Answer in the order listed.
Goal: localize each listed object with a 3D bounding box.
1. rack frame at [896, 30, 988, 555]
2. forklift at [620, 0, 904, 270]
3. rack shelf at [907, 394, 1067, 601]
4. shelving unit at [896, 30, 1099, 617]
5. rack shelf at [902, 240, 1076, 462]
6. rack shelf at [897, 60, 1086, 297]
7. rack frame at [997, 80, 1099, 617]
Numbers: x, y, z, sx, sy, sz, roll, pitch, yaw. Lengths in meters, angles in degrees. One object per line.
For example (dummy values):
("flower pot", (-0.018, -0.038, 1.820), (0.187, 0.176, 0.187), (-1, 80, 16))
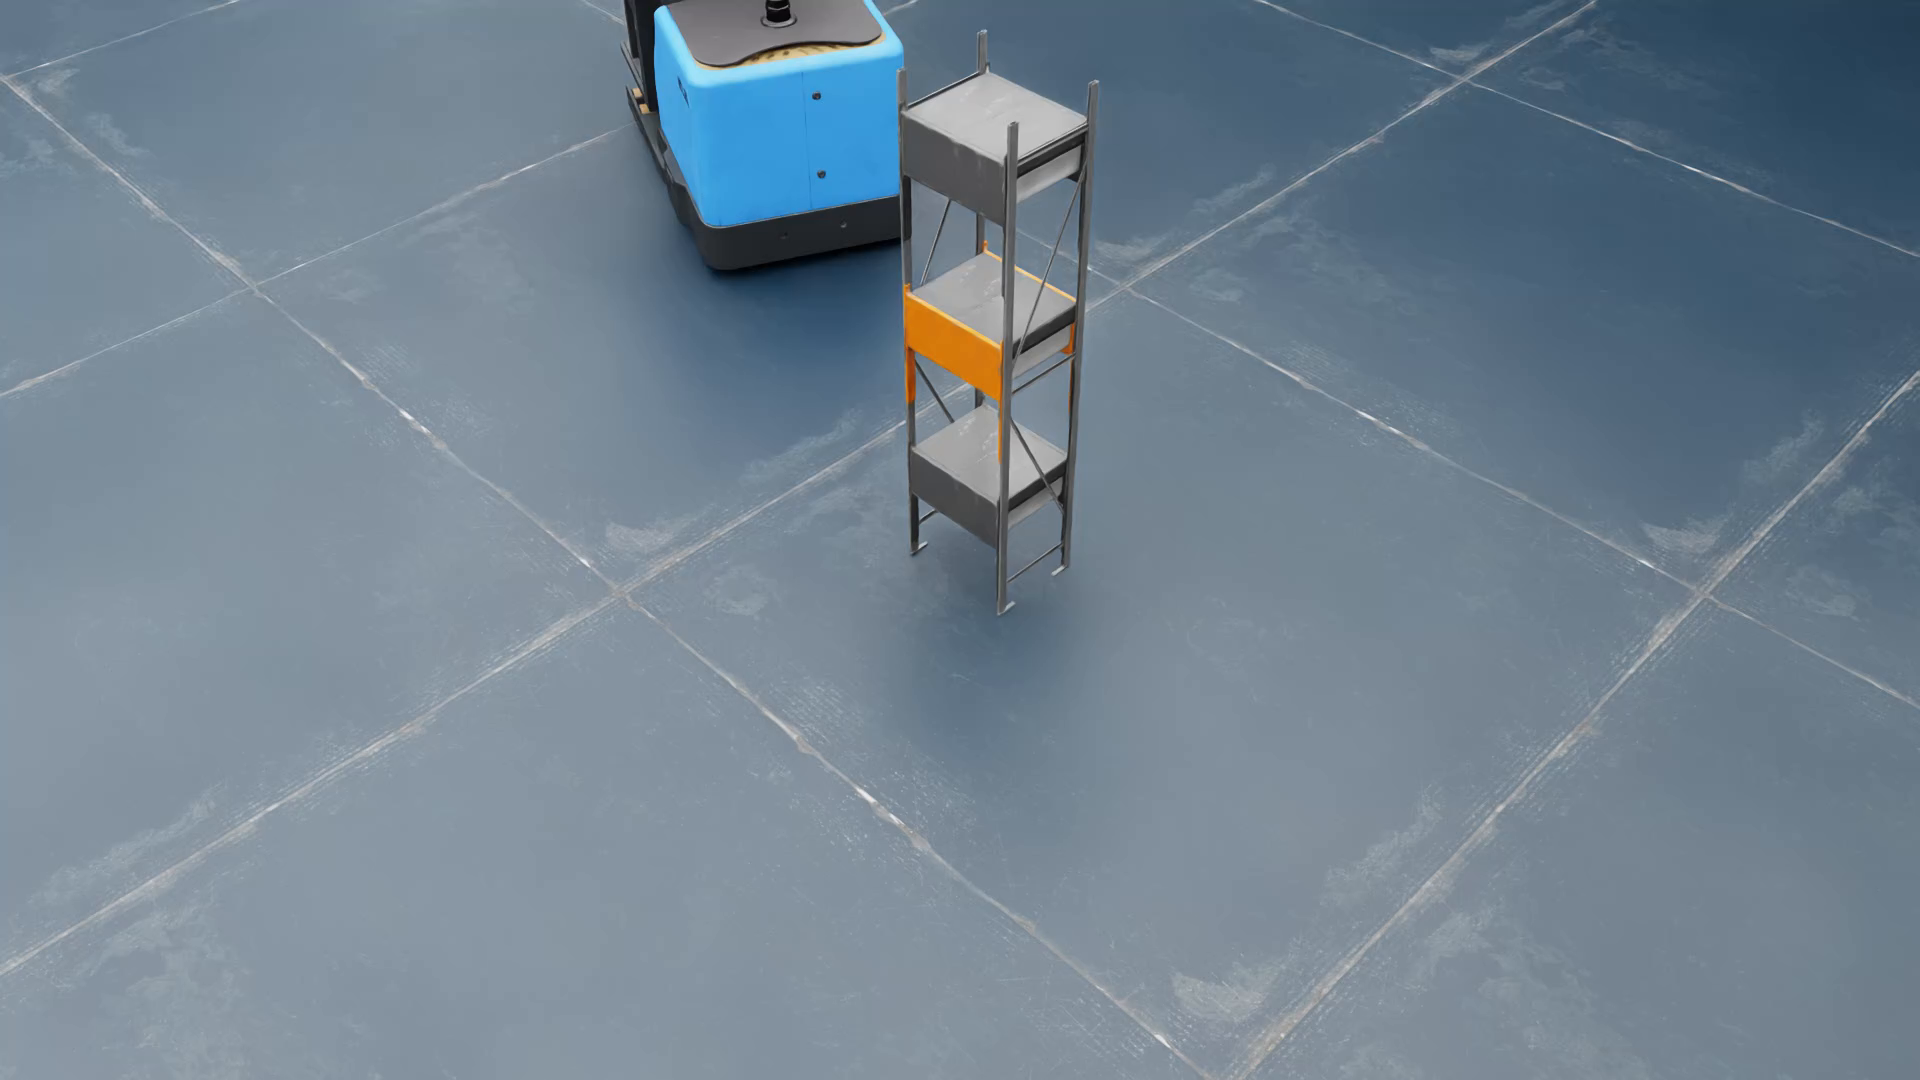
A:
("rack frame", (-0.055, -0.809, 6.078), (0.400, 2.100, 0.015), (-34, 53, -31))
("forklift", (-1.217, -3.398, 8.267), (1.130, 2.935, 3.031), (-14, 44, -14))
("rack shelf", (0.117, -0.167, 6.436), (0.431, 0.518, 0.480), (-34, 53, -31))
("shelving unit", (0.117, -0.692, 5.951), (0.431, 2.100, 0.503), (-34, 53, -31))
("rack shelf", (0.117, -0.682, 5.961), (0.431, 0.518, 0.480), (-34, 53, -31))
("rack shelf", (0.117, -1.196, 5.486), (0.431, 0.518, 0.480), (-34, 53, -31))
("rack frame", (0.289, -0.574, 5.824), (0.400, 2.100, 0.015), (-34, 53, -31))
